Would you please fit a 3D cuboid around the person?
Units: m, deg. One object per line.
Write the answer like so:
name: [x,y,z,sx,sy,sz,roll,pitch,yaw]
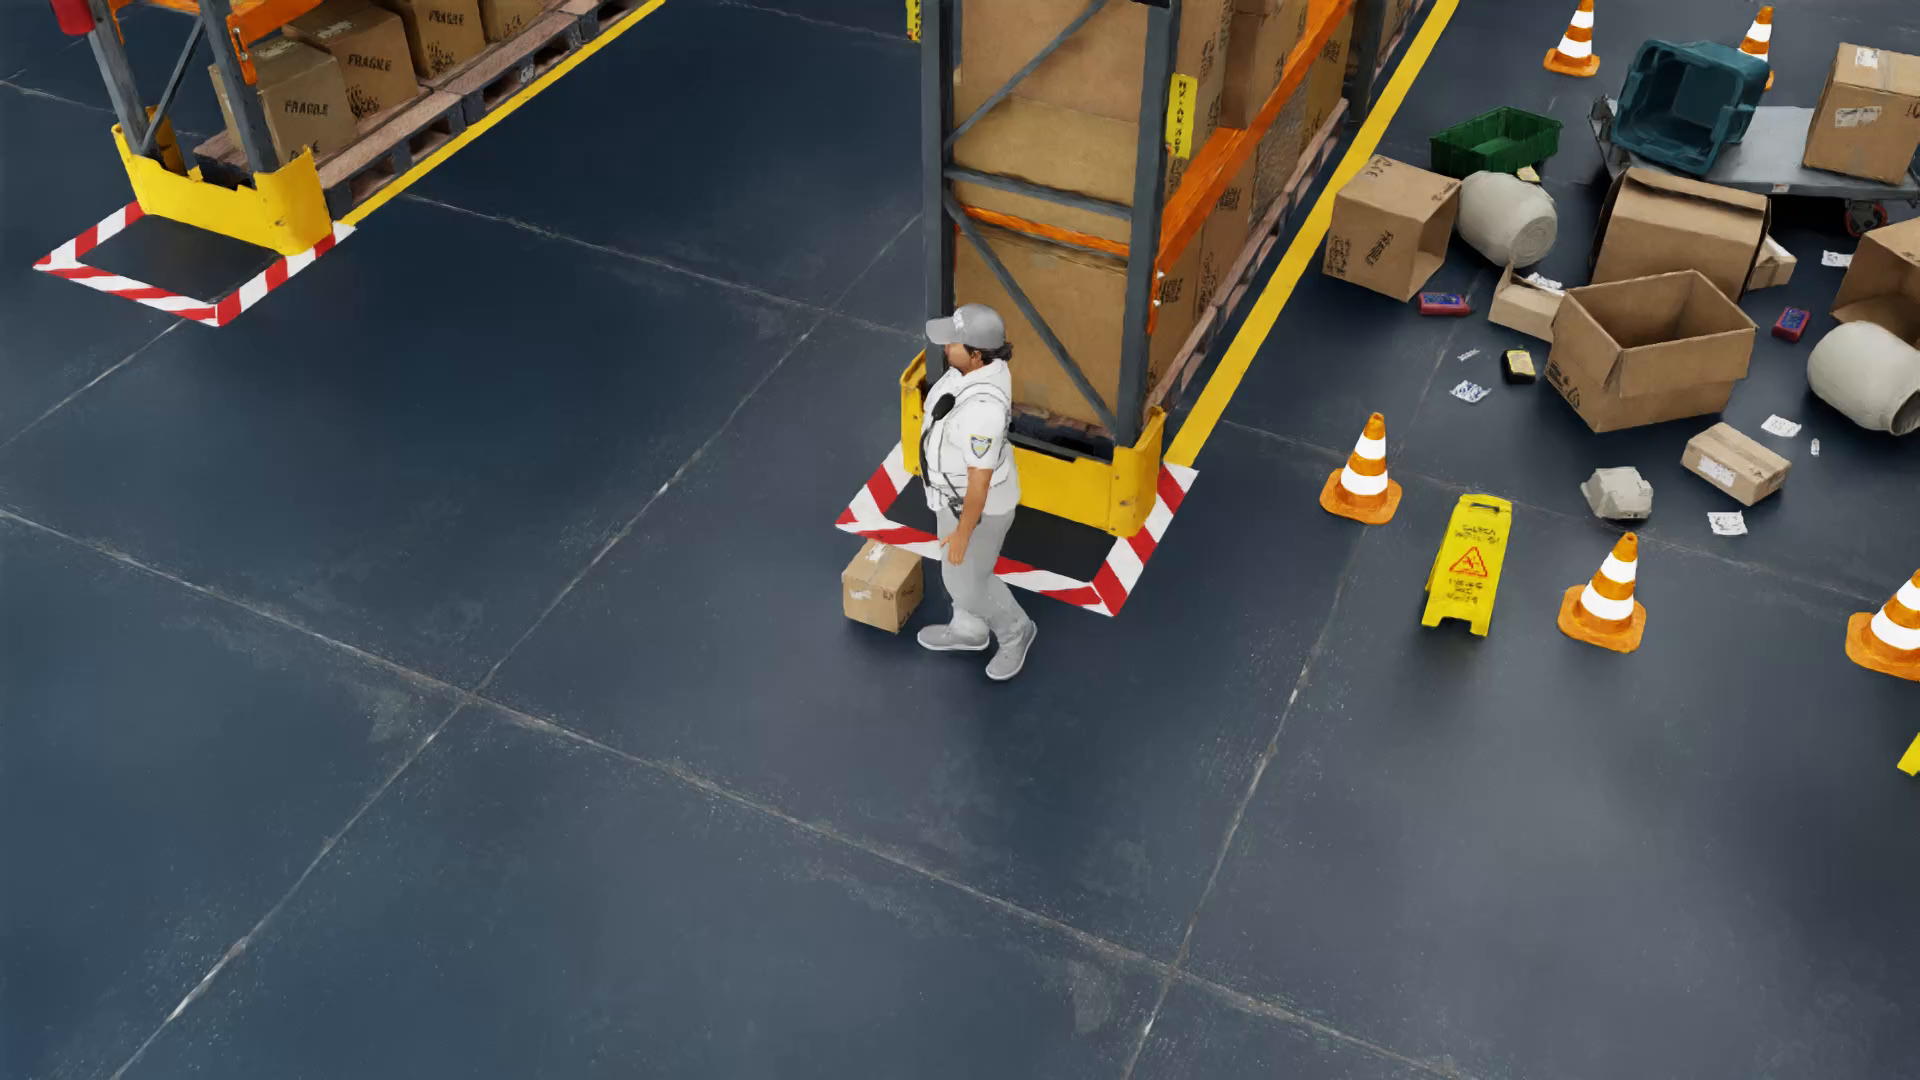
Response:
person: [0.070,-0.167,6.323,0.494,1.667,0.554,-1,42,-1]
